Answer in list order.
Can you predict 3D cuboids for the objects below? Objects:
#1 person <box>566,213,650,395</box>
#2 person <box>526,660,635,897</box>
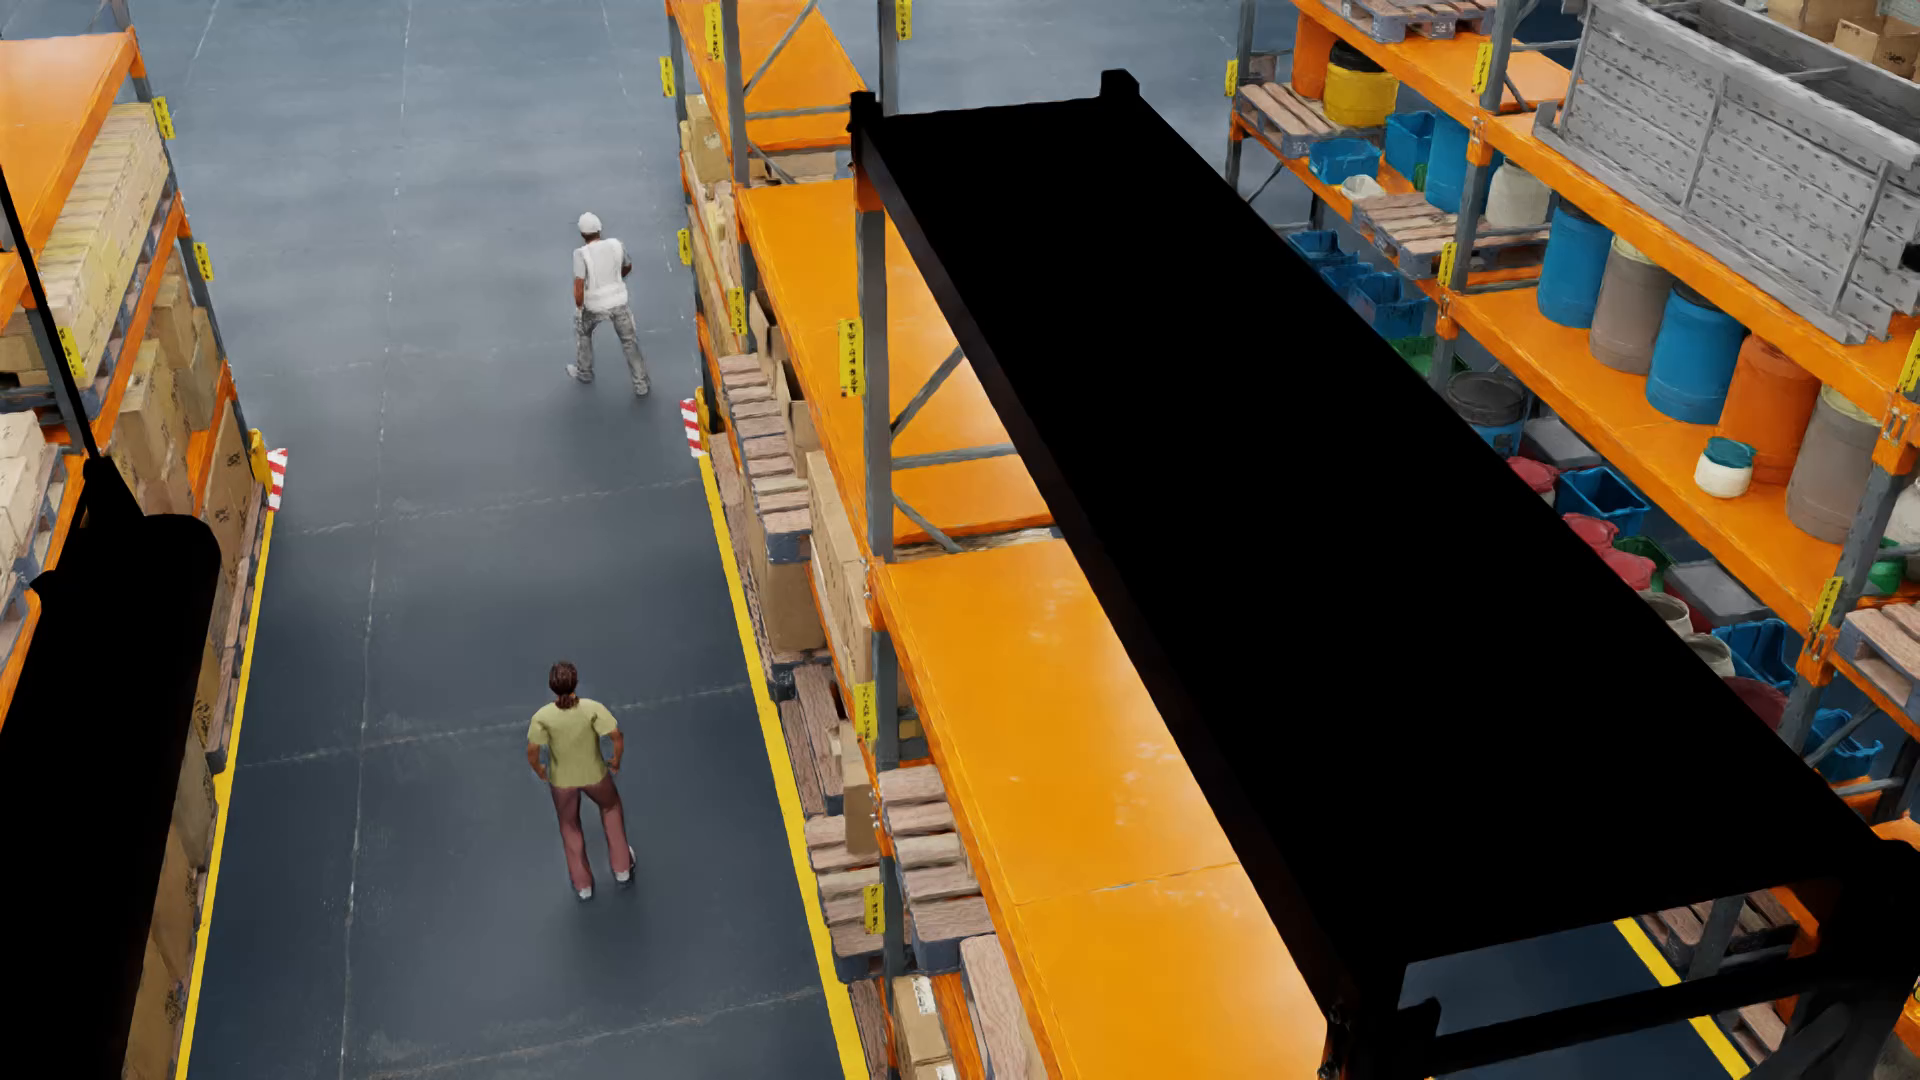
[{"bbox_3d":[-3.398,-2.266,15.863,0.704,1.711,0.835,-19,39,-26],"label":"person"},{"bbox_3d":[-2.392,1.495,10.493,0.598,1.619,0.507,-9,35,-13],"label":"person"}]
